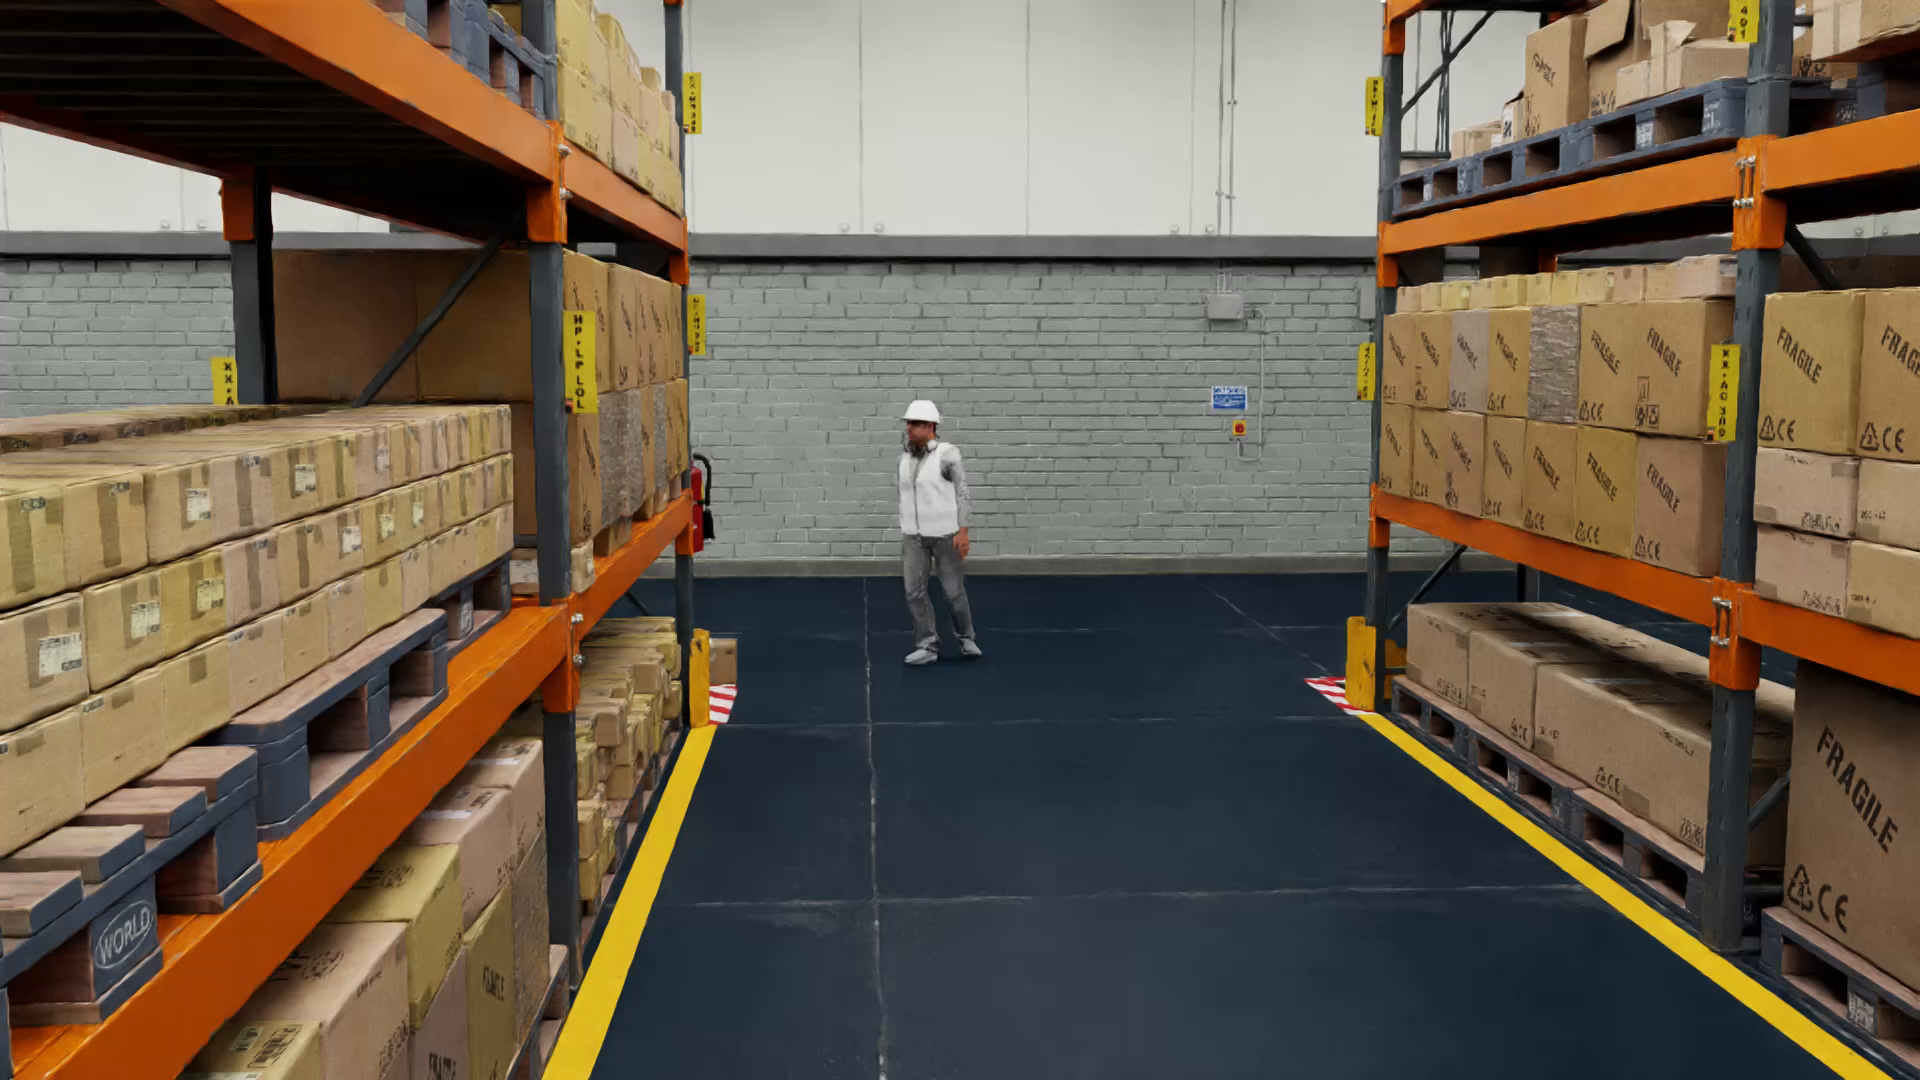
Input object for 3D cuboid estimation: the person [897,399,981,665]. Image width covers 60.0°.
[{"bbox_3d":[-0.156,-0.062,11.169,0.564,1.763,0.562,4,8,30],"label":"person"}]
